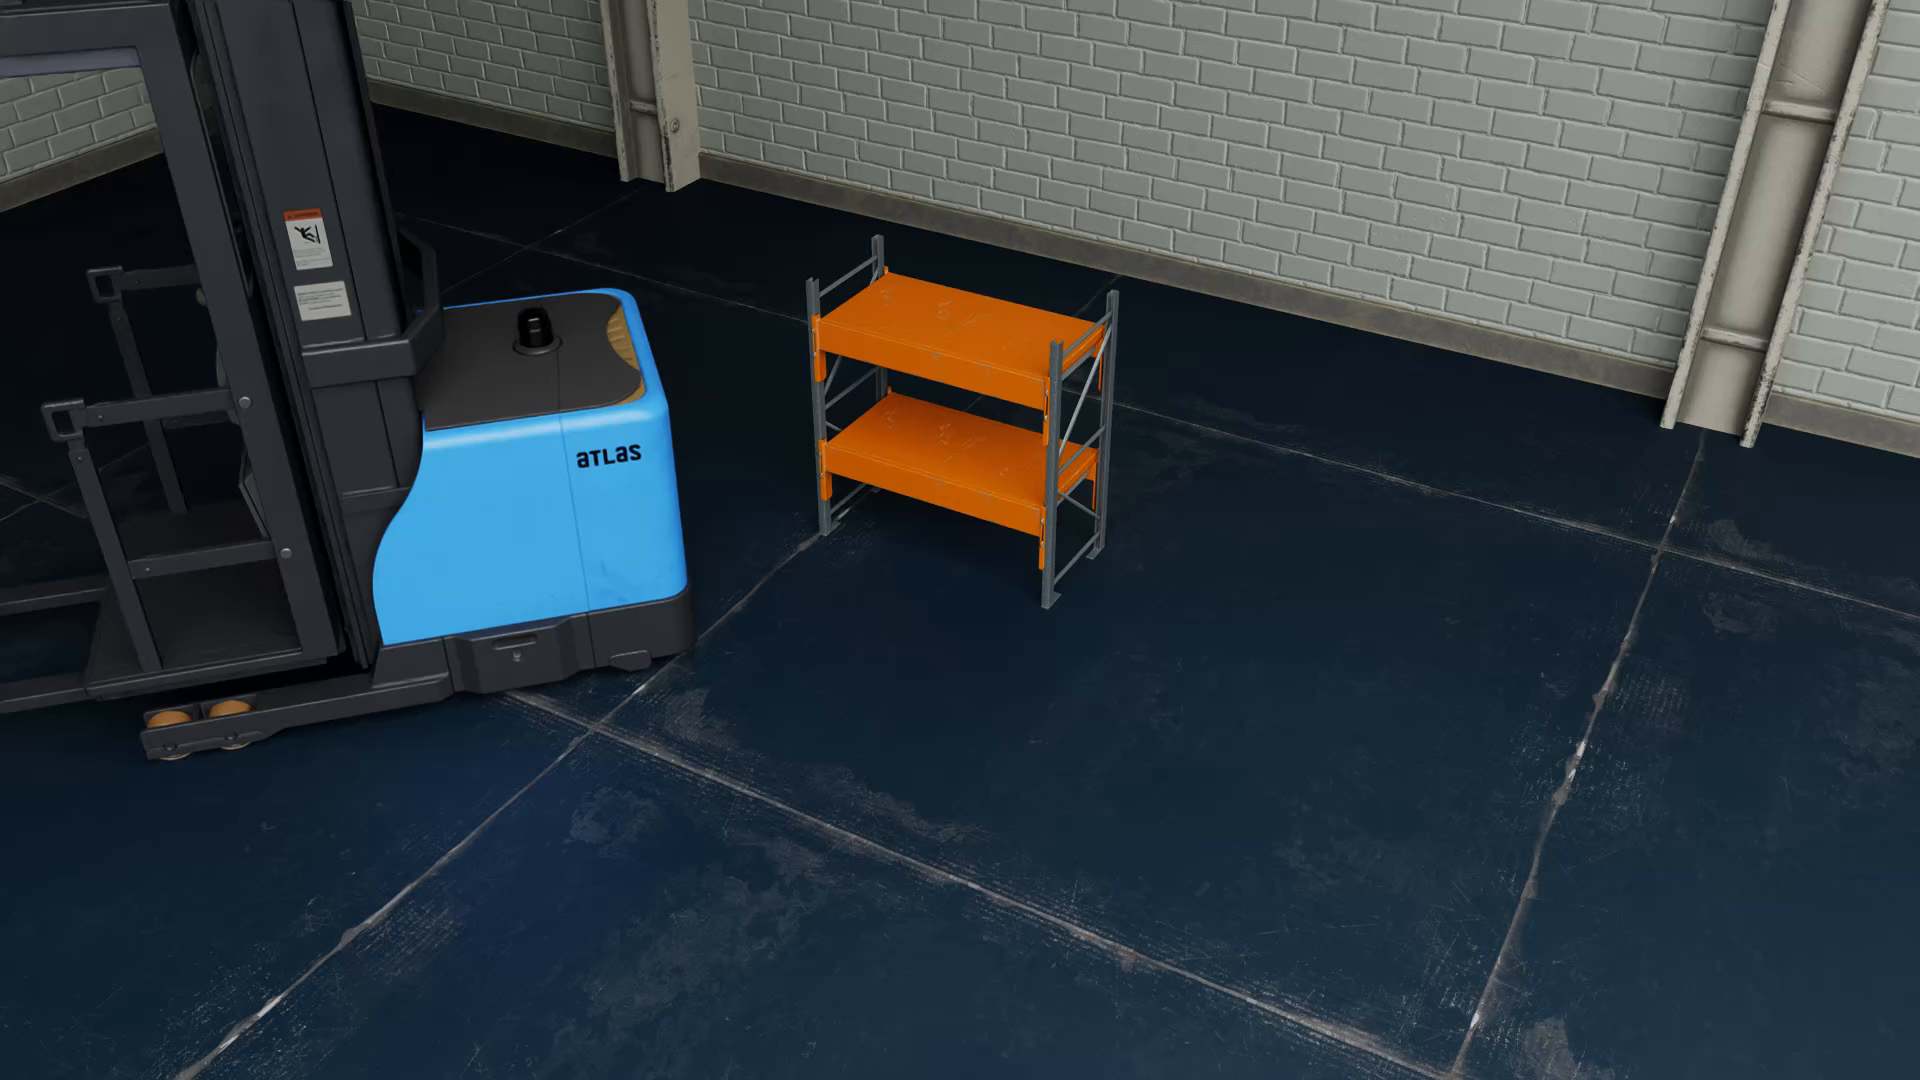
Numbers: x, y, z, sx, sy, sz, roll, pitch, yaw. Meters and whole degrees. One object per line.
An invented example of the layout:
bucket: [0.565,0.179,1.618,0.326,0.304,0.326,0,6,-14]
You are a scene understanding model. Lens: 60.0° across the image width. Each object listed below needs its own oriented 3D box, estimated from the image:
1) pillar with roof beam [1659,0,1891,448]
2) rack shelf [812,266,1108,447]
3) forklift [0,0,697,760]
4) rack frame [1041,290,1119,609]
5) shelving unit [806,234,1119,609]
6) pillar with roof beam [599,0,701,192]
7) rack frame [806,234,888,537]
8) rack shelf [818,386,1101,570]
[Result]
pillar with roof beam: [1.275,-2.208,1.947,0.400,9.000,9.100,18,37,24]
rack shelf: [0.006,-0.710,6.273,1.000,0.278,0.538,18,37,24]
forklift: [-2.538,-0.802,5.310,3.031,2.935,1.130,-9,35,-14]
rack frame: [0.447,-0.327,6.225,0.032,1.125,0.500,18,37,24]
shelving unit: [0.006,-0.466,6.435,1.048,1.125,0.538,18,37,24]
pillar with roof beam: [-3.934,-3.858,4.425,0.400,9.000,9.100,18,37,24]
rack frame: [-0.435,-0.606,6.645,0.032,1.125,0.500,18,37,24]
rack shelf: [0.006,-0.263,6.571,1.000,0.278,0.538,18,37,24]
